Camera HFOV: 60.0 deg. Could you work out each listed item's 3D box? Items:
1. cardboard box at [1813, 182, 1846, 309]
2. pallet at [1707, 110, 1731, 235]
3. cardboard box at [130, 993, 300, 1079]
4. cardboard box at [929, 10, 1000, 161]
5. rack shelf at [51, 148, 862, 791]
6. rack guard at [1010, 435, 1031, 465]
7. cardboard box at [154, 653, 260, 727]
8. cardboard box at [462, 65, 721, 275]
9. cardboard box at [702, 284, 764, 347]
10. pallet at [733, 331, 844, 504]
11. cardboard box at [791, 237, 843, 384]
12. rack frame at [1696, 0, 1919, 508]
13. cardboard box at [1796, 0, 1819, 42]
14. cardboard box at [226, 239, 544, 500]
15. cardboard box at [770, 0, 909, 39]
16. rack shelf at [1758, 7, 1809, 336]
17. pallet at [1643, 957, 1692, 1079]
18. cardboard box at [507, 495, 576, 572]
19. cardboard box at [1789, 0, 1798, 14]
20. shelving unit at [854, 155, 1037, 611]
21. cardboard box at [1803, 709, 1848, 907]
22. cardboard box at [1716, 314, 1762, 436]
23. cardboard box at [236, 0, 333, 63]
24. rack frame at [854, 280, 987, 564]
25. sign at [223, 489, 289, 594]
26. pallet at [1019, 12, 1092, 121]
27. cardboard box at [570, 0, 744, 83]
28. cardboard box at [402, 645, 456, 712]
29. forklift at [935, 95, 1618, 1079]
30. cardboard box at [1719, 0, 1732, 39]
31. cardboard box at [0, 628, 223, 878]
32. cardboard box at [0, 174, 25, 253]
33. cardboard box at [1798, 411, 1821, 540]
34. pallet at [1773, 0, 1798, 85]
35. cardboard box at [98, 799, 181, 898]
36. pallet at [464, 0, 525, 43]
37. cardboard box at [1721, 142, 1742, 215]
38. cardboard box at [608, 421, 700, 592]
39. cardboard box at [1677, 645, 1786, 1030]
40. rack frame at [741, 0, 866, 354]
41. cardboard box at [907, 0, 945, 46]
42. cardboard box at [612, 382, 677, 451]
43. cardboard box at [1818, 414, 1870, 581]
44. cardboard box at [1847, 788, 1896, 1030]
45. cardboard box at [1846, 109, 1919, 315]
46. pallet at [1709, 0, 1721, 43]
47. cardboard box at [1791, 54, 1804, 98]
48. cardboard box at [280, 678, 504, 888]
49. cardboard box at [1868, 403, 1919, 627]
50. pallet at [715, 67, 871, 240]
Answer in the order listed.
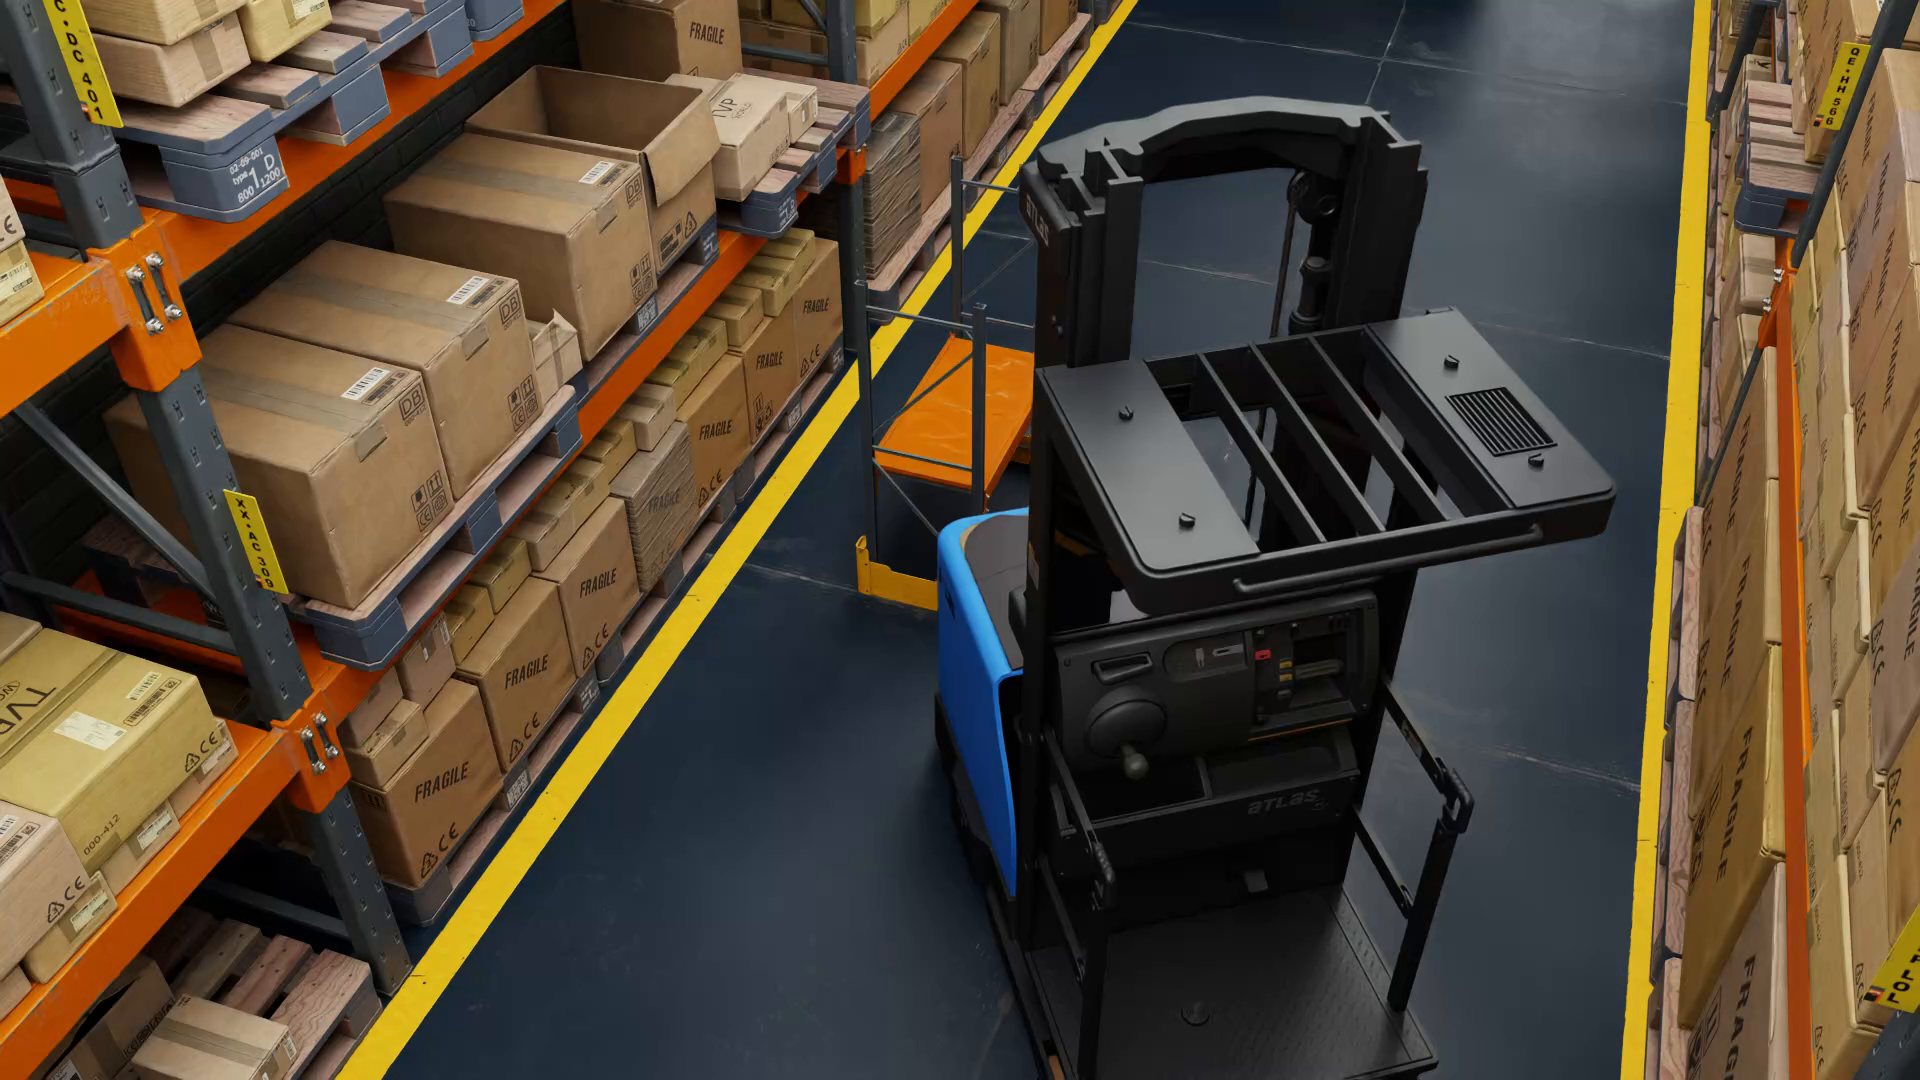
[{"bbox_3d":[3.310,-0.998,5.839,0.500,0.250,0.500,13,42,15],"label":"cardboard box"},{"bbox_3d":[4.818,-2.023,9.458,1.003,0.211,1.213,13,42,15],"label":"pallet"},{"bbox_3d":[-2.233,1.551,4.994,0.380,0.149,0.250,12,42,14],"label":"cardboard box"},{"bbox_3d":[-0.278,-2.663,9.567,0.875,0.625,0.625,12,42,13],"label":"cardboard box"},{"bbox_3d":[-1.634,-0.725,6.343,1.077,0.370,4.000,13,42,15],"label":"rack shelf"},{"bbox_3d":[0.196,-0.445,7.579,0.587,0.250,0.087,13,42,15],"label":"rack guard"},{"bbox_3d":[-2.463,0.477,5.482,0.380,0.149,0.250,12,42,13],"label":"cardboard box"},{"bbox_3d":[-1.335,-1.381,6.154,0.797,0.503,0.637,12,42,14],"label":"cardboard box"},{"bbox_3d":[-1.077,-0.993,7.205,0.380,0.149,0.250,12,42,14],"label":"cardboard box"},{"bbox_3d":[-1.241,-0.711,7.921,1.003,0.211,1.213,13,42,15],"label":"pallet"},{"bbox_3d":[-0.893,-1.122,7.856,0.500,0.500,0.500,14,43,16],"label":"cardboard box"},{"bbox_3d":[3.715,-1.119,6.251,1.000,3.000,0.127,13,42,15],"label":"rack frame"},{"bbox_3d":[3.948,-2.395,7.116,0.500,0.500,0.500,11,42,12],"label":"cardboard box"},{"bbox_3d":[-1.765,-0.538,5.169,0.700,0.500,0.500,14,42,16],"label":"cardboard box"},{"bbox_3d":[-0.546,-2.563,7.673,0.500,0.250,0.500,13,42,15],"label":"cardboard box"},{"bbox_3d":[4.399,-2.065,7.914,1.077,0.370,4.000,13,42,15],"label":"rack shelf"},{"bbox_3d":[2.541,1.894,4.867,1.003,0.211,1.213,13,42,15],"label":"pallet"},{"bbox_3d":[-1.645,-0.054,6.104,0.380,0.149,0.250,13,42,15],"label":"cardboard box"},{"bbox_3d":[4.125,-2.567,7.818,0.380,0.149,0.250,15,43,17],"label":"cardboard box"},{"bbox_3d":[0.026,-0.617,6.818,0.587,1.500,1.083,13,42,15],"label":"shelving unit"},{"bbox_3d":[2.439,0.738,4.190,0.500,0.250,0.500,13,42,14],"label":"cardboard box"},{"bbox_3d":[3.918,-0.622,7.369,0.950,0.372,0.625,11,42,12],"label":"cardboard box"},{"bbox_3d":[-1.721,-1.266,3.905,0.380,0.149,0.250,14,42,16],"label":"cardboard box"},{"bbox_3d":[-0.145,-0.313,6.461,0.500,1.500,0.032,13,42,15],"label":"rack frame"},{"bbox_3d":[-1.806,0.008,4.263,0.100,0.325,0.005,13,42,15],"label":"sign"},{"bbox_3d":[0.202,-3.139,10.767,1.003,0.211,1.213,13,42,15],"label":"pallet"},{"bbox_3d":[-1.273,-2.137,7.043,0.500,0.500,0.500,15,43,17],"label":"cardboard box"},{"bbox_3d":[-1.923,0.420,5.550,0.380,0.149,0.250,12,42,14],"label":"cardboard box"},{"bbox_3d":[0.775,0.483,4.425,1.130,2.935,3.031,-10,41,-11],"label":"forklift"},{"bbox_3d":[5.205,-3.420,10.742,0.500,0.250,0.500,12,42,14],"label":"cardboard box"},{"bbox_3d":[-2.263,0.530,4.204,0.500,0.250,0.500,14,43,16],"label":"cardboard box"},{"bbox_3d":[-2.248,-0.626,3.248,0.500,0.250,0.500,13,42,15],"label":"cardboard box"},{"bbox_3d":[2.968,-0.184,5.270,0.500,0.250,0.500,15,43,16],"label":"cardboard box"},{"bbox_3d":[4.354,-2.263,7.739,1.003,0.211,1.213,13,42,15],"label":"pallet"},{"bbox_3d":[-2.259,0.731,4.276,0.380,0.149,0.250,14,43,16],"label":"cardboard box"},{"bbox_3d":[-1.677,-1.864,4.957,1.213,0.211,1.003,13,42,15],"label":"pallet"},{"bbox_3d":[4.664,-1.959,8.936,0.950,0.372,0.625,16,43,18],"label":"cardboard box"},{"bbox_3d":[-1.410,-0.178,6.750,0.500,0.500,0.500,12,42,14],"label":"cardboard box"},{"bbox_3d":[2.786,1.020,5.056,0.875,0.875,0.875,14,43,16],"label":"cardboard box"},{"bbox_3d":[-0.950,-2.219,7.539,1.000,3.000,0.127,13,42,15],"label":"rack frame"},{"bbox_3d":[-0.392,-2.684,8.200,0.500,0.250,0.500,12,42,14],"label":"cardboard box"},{"bbox_3d":[-1.361,-0.514,6.644,0.380,0.149,0.250,11,42,13],"label":"cardboard box"},{"bbox_3d":[2.764,-0.075,4.758,0.500,0.250,0.500,14,42,16],"label":"cardboard box"},{"bbox_3d":[2.270,0.864,3.656,0.500,0.250,0.500,13,42,15],"label":"cardboard box"},{"bbox_3d":[3.156,-0.986,5.248,0.500,0.500,0.500,13,42,15],"label":"cardboard box"},{"bbox_3d":[5.695,-3.662,11.380,1.003,0.211,1.213,13,42,15],"label":"pallet"},{"bbox_3d":[3.768,-1.930,7.072,0.380,0.149,0.250,11,42,13],"label":"cardboard box"},{"bbox_3d":[-1.941,0.767,5.642,0.500,0.500,0.500,15,43,17],"label":"cardboard box"},{"bbox_3d":[2.626,-0.048,4.148,0.500,0.500,0.500,15,43,16],"label":"cardboard box"},{"bbox_3d":[-1.116,-1.717,7.099,1.213,0.211,1.003,13,42,15],"label":"pallet"}]
